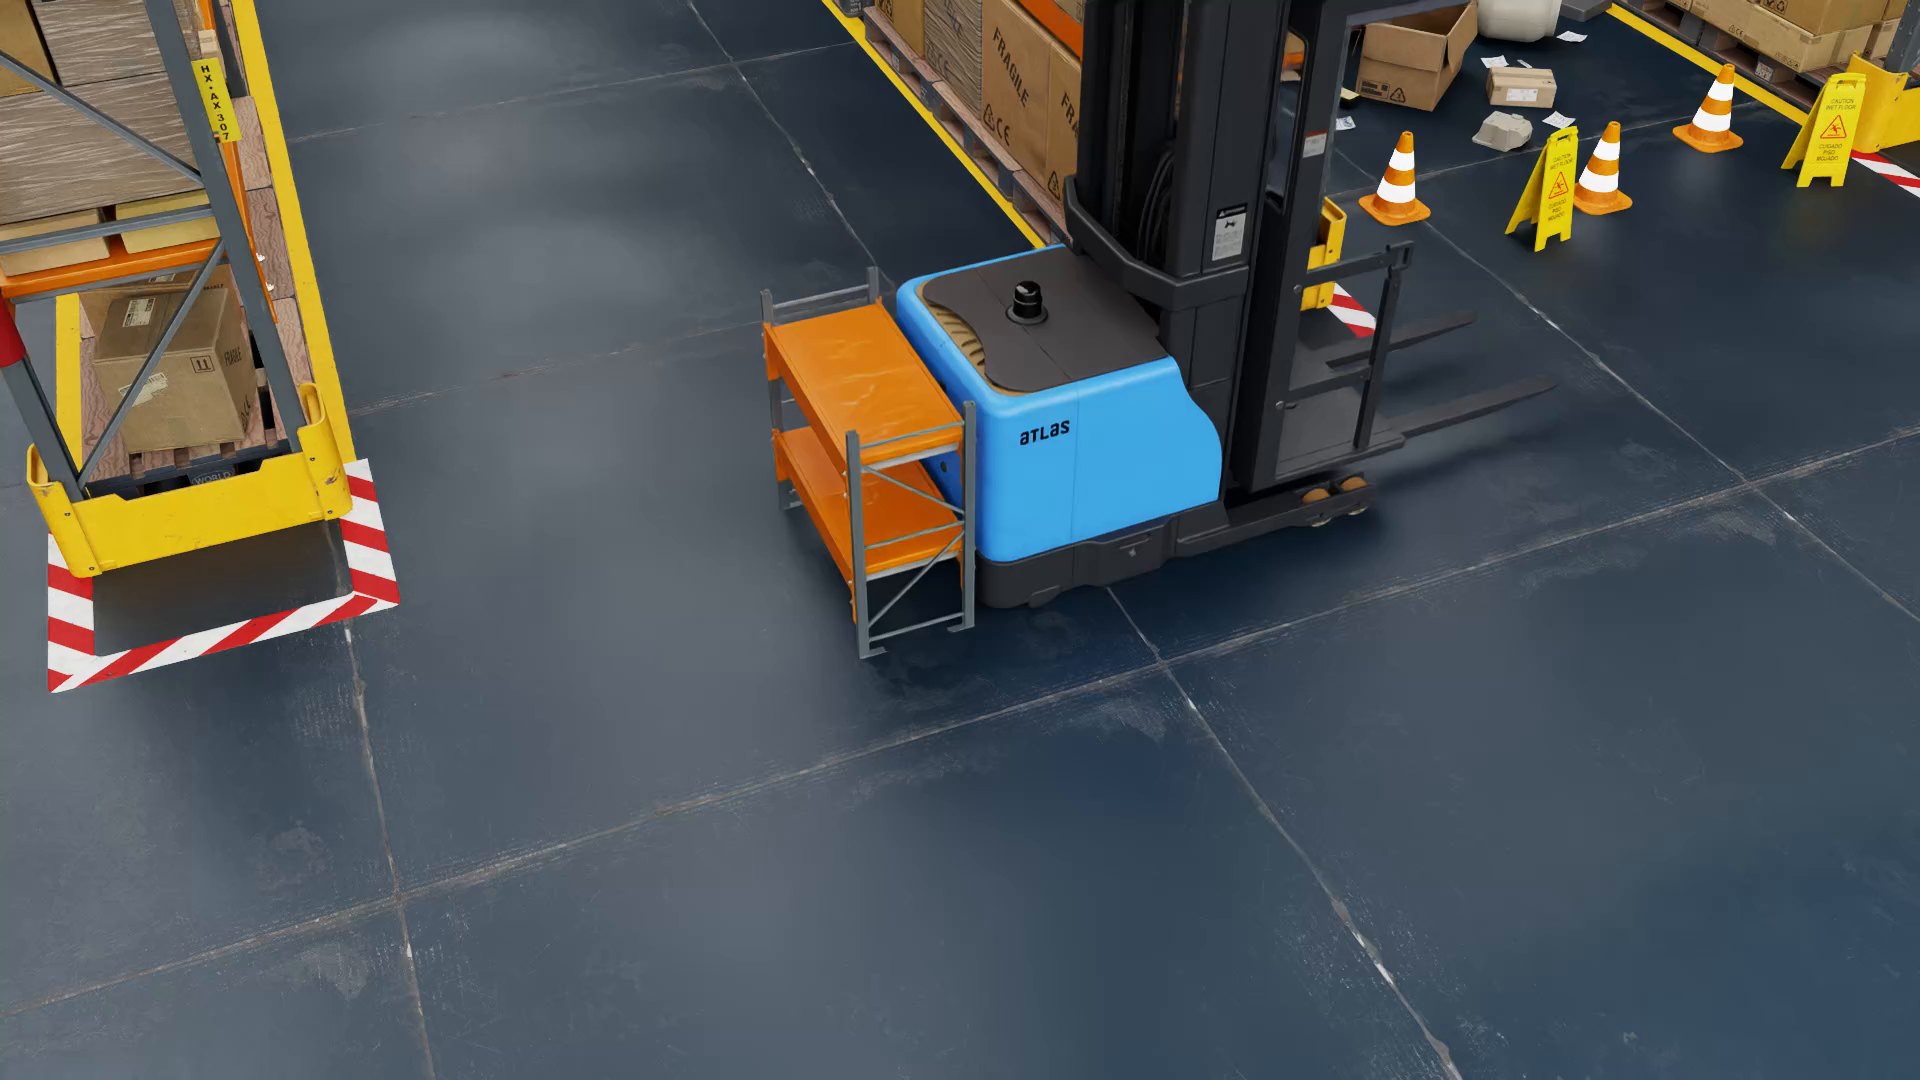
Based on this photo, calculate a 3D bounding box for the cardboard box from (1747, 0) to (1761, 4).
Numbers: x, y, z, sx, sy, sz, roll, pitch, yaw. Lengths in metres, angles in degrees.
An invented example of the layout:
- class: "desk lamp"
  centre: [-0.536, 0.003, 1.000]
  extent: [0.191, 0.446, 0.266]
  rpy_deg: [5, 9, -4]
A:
- class: "cardboard box"
  centre: [5.139, -3.771, 10.547]
  extent: [0.500, 0.500, 0.500]
  rpy_deg: [-14, 43, -15]

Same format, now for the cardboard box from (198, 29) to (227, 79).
- class: "cardboard box"
  centre: [-3.640, -2.231, 7.736]
  extent: [0.380, 0.149, 0.250]
  rpy_deg: [-15, 43, -17]

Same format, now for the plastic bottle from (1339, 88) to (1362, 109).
- class: "plastic bottle"
  centre: [2.373, -2.799, 10.458]
  extent: [0.133, 0.061, 0.283]
  rpy_deg: [-31, 49, -31]

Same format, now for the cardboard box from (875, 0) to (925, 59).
- class: "cardboard box"
  centre: [0.000, -3.710, 10.572]
  extent: [0.875, 0.875, 0.875]
  rpy_deg: [-14, 43, -16]

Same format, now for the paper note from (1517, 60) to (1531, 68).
- class: "paper note"
  centre: [3.686, -3.111, 10.860]
  extent: [0.032, 0.001, 0.123]
  rpy_deg: [-15, 43, -17]

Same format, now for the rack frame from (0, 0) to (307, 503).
- class: "rack frame"
  centre: [-3.267, -1.167, 6.306]
  extent: [1.000, 3.000, 0.127]
  rpy_deg: [-15, 43, -17]

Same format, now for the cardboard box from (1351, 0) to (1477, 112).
- class: "cardboard box"
  centre: [2.878, -3.119, 10.491]
  extent: [0.637, 0.503, 0.797]
  rpy_deg: [19, 44, 20]

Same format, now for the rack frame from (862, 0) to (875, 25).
- class: "rack frame"
  centre: [-0.176, -4.753, 10.477]
  extent: [1.000, 3.000, 0.127]
  rpy_deg: [-15, 43, -17]

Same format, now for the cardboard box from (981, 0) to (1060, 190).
- class: "cardboard box"
  centre: [0.695, -2.619, 9.302]
  extent: [0.875, 0.875, 0.875]
  rpy_deg: [-16, 43, -18]

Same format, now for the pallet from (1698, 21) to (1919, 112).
- class: "pallet"
  centre: [5.582, -3.126, 10.723]
  extent: [1.003, 0.211, 1.213]
  rpy_deg: [-15, 43, -17]

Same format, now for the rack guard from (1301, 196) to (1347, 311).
- class: "rack guard"
  centre: [1.364, -1.381, 8.473]
  extent: [1.175, 0.500, 0.348]
  rpy_deg: [-15, 43, -17]

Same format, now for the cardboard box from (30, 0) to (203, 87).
- class: "cardboard box"
  centre: [-3.225, -2.096, 6.315]
  extent: [0.500, 0.500, 0.500]
  rpy_deg: [-15, 43, -17]

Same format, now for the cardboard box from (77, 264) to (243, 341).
- class: "cardboard box"
  centre: [-3.751, -1.110, 7.836]
  extent: [0.500, 0.500, 0.500]
  rpy_deg: [-5, 41, -6]

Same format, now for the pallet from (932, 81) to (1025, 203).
- class: "pallet"
  centre: [0.513, -2.482, 9.974]
  extent: [1.003, 0.211, 1.213]
  rpy_deg: [-15, 43, -17]

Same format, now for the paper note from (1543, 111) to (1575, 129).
- class: "paper note"
  centre: [3.688, -2.586, 10.234]
  extent: [0.148, 0.019, 0.142]
  rpy_deg: [-31, 49, -31]

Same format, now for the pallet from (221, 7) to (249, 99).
- class: "pallet"
  centre: [-5.097, -2.988, 10.563]
  extent: [1.003, 0.211, 1.213]
  rpy_deg: [-15, 43, -17]

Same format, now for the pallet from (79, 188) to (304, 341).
- class: "pallet"
  centre: [-4.037, -1.387, 8.701]
  extent: [1.003, 0.211, 1.213]
  rpy_deg: [-15, 43, -17]

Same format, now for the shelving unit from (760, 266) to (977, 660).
- class: "shelving unit"
  centre: [-0.374, -0.323, 6.763]
  extent: [0.538, 1.125, 1.048]
  rpy_deg: [-15, 43, -17]

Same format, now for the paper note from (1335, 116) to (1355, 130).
- class: "paper note"
  centre: [2.339, -2.560, 10.205]
  extent: [0.144, 0.017, 0.142]
  rpy_deg: [-2, 41, -2]

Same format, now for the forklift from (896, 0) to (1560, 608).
- class: "forklift"
  centre: [1.285, -1.470, 6.711]
  extent: [3.031, 2.935, 1.130]
  rpy_deg: [-16, 43, -18]

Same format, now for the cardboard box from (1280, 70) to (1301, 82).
- class: "cardboard box"
  centre: [2.183, -3.140, 10.698]
  extent: [0.396, 0.266, 0.258]
  rpy_deg: [-8, 41, -9]

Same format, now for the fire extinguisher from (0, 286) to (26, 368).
- class: "fire extinguisher"
  centre: [-3.649, -0.954, 6.118]
  extent: [0.296, 0.674, 0.183]
  rpy_deg: [-15, 43, -17]

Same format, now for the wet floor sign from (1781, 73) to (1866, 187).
- class: "wet floor sign"
  centre: [4.973, -2.365, 9.505]
  extent: [0.267, 0.644, 0.232]
  rpy_deg: [-2, 41, -2]

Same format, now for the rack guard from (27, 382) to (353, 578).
- class: "rack guard"
  centre: [-3.296, -0.265, 7.175]
  extent: [1.175, 0.500, 0.348]
  rpy_deg: [-15, 43, -17]

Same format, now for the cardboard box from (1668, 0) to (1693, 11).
- class: "cardboard box"
  centre: [4.935, -3.804, 11.159]
  extent: [0.500, 0.250, 0.500]
  rpy_deg: [-17, 43, -18]

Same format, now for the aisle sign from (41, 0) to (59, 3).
- class: "aisle sign"
  centre: [-2.966, -2.190, 5.502]
  extent: [0.394, 0.787, 0.004]
  rpy_deg: [-15, 43, -17]

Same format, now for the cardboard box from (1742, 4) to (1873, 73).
- class: "cardboard box"
  centre: [5.322, -3.190, 10.446]
  extent: [0.500, 0.250, 0.500]
  rpy_deg: [-15, 43, -17]

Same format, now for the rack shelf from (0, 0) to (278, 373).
- class: "rack shelf"
  centre: [-4.032, -2.099, 7.942]
  extent: [1.077, 0.370, 4.000]
  rpy_deg: [-15, 43, -17]

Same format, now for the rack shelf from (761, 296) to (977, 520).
- class: "rack shelf"
  centre: [-0.374, -0.545, 6.572]
  extent: [0.538, 0.278, 1.000]
  rpy_deg: [-15, 43, -17]

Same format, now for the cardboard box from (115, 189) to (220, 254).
- class: "cardboard box"
  centre: [-3.156, -1.303, 6.657]
  extent: [0.380, 0.149, 0.250]
  rpy_deg: [-15, 43, -17]

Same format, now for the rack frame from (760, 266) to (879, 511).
- class: "rack frame"
  centre: [-0.570, -0.629, 7.118]
  extent: [0.500, 1.125, 0.032]
  rpy_deg: [-15, 43, -17]

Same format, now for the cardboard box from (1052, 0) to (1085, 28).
- class: "cardboard box"
  centre: [0.940, -2.938, 8.251]
  extent: [0.875, 0.550, 0.550]
  rpy_deg: [-15, 43, -17]

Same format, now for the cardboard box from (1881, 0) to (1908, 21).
- class: "cardboard box"
  centre: [5.826, -3.609, 10.358]
  extent: [0.500, 0.500, 0.500]
  rpy_deg: [-16, 43, -18]

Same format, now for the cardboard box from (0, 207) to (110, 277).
- class: "cardboard box"
  centre: [-3.567, -1.192, 6.528]
  extent: [0.380, 0.149, 0.250]
  rpy_deg: [-15, 43, -17]

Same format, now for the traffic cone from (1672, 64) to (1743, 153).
- class: "traffic cone"
  centre: [4.533, -2.615, 9.935]
  extent: [0.336, 0.463, 0.334]
  rpy_deg: [-15, 43, -17]

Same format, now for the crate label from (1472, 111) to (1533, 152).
- class: "crate label"
  centre: [3.279, -2.467, 10.014]
  extent: [0.298, 0.136, 0.250]
  rpy_deg: [27, 47, 27]

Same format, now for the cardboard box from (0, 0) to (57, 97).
- class: "cardboard box"
  centre: [-3.706, -1.966, 6.164]
  extent: [0.500, 0.500, 0.500]
  rpy_deg: [-15, 43, -17]

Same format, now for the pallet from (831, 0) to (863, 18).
- class: "pallet"
  centre: [-0.541, -4.142, 11.904]
  extent: [1.003, 0.211, 1.213]
  rpy_deg: [-15, 43, -17]
